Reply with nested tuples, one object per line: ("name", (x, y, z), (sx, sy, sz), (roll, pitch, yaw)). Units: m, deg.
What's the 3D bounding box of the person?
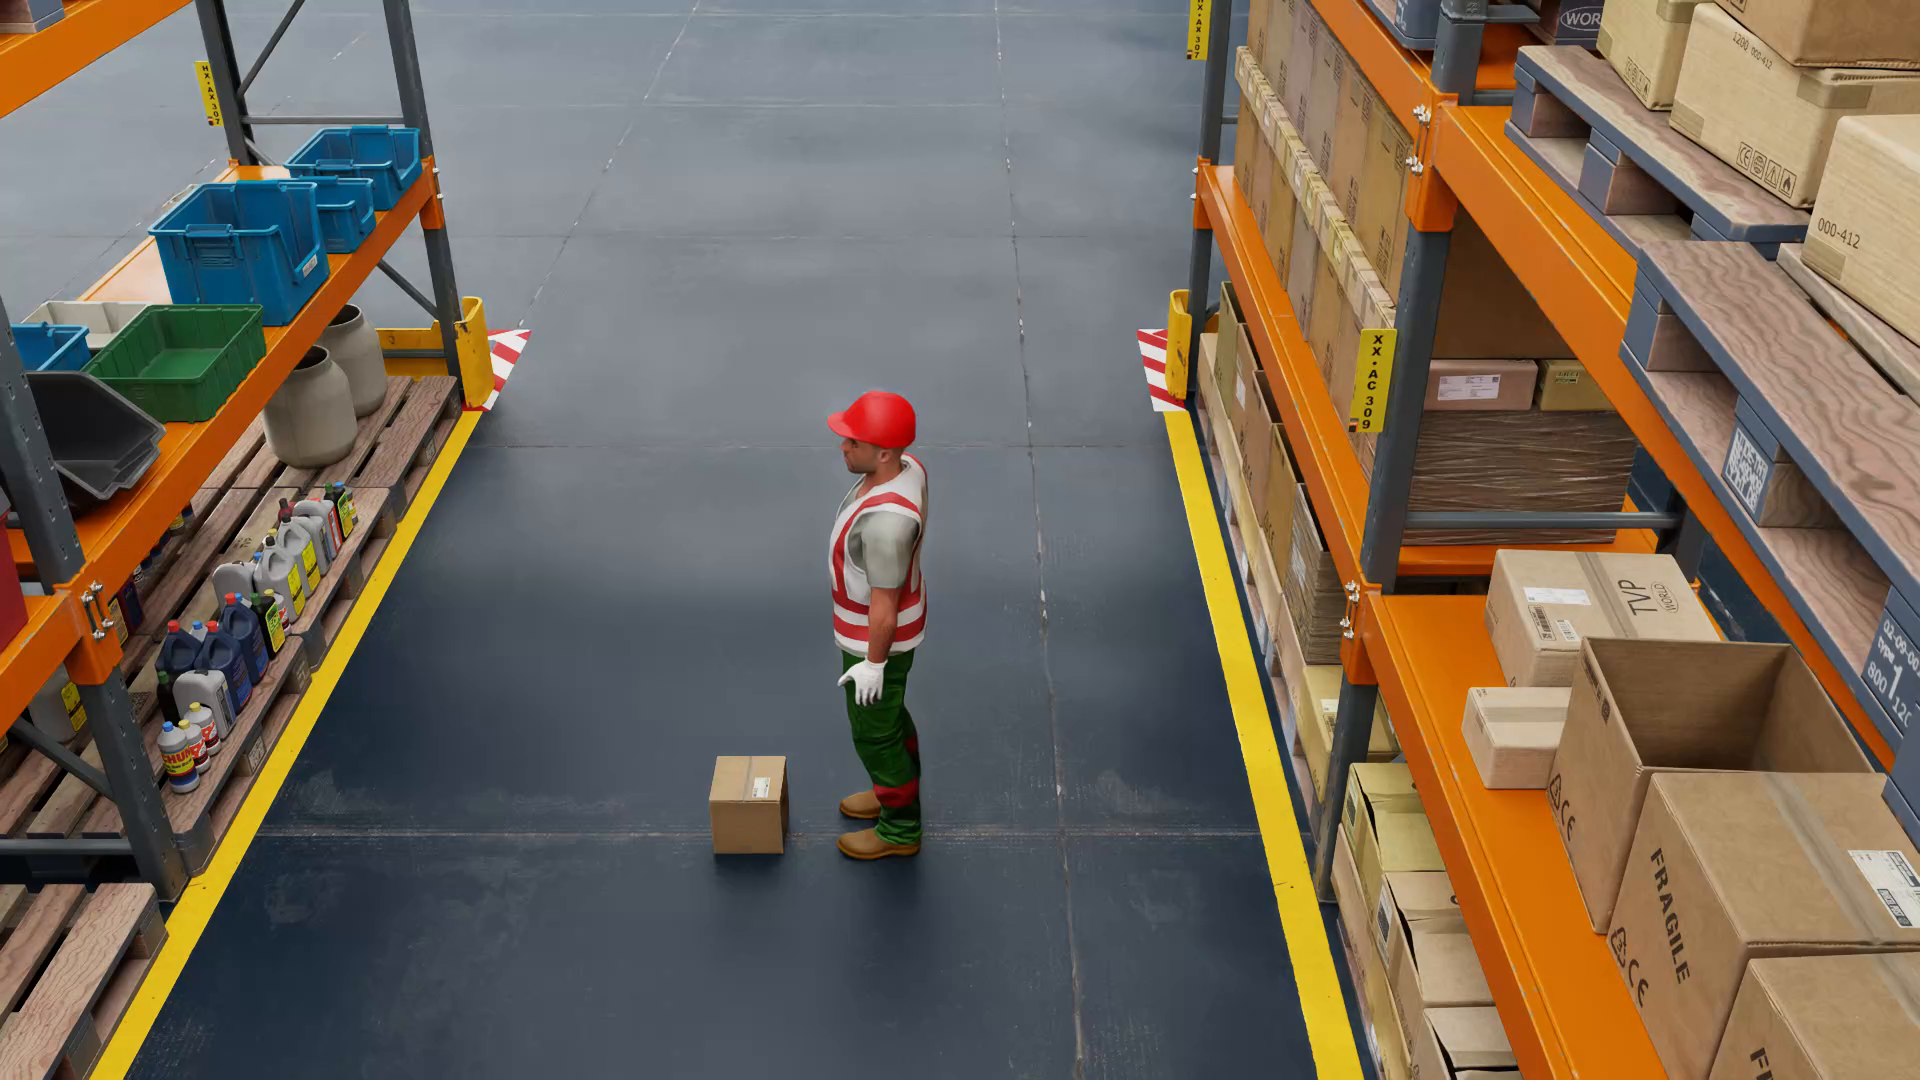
("person", (-0.276, 0.306, 5.606), (0.346, 1.787, 0.524), (1, 31, 1))
